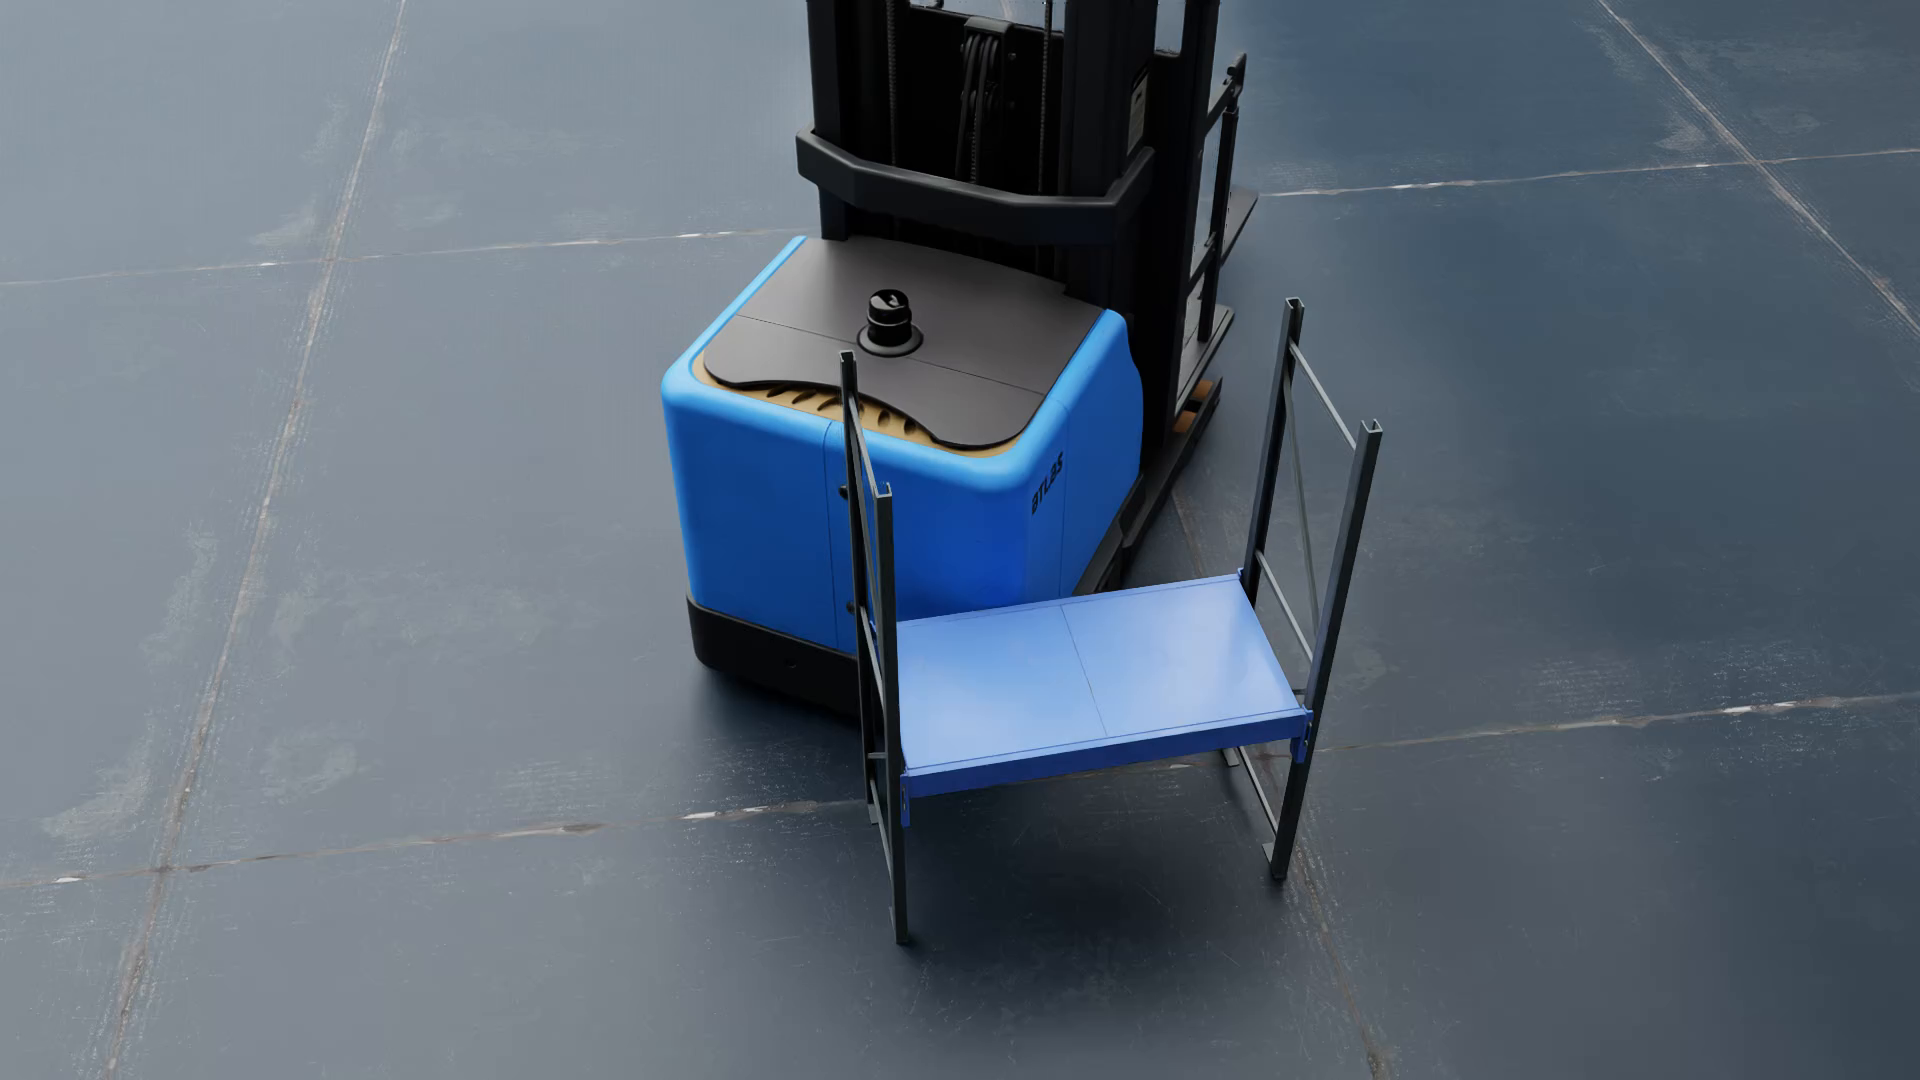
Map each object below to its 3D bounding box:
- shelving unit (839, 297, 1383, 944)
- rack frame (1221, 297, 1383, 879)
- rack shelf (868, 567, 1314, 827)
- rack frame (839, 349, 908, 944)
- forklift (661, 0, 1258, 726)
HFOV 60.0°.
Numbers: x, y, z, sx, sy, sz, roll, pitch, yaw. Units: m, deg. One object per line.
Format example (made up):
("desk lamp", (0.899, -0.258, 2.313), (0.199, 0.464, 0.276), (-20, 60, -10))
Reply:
("shelving unit", (0.301, 0.241, 4.001), (1.048, 1.500, 0.538), (-8, 43, -9))
("rack frame", (0.799, 0.173, 4.076), (0.032, 1.500, 0.500), (-8, 43, -9))
("rack shelf", (0.301, 0.374, 4.121), (1.000, 0.185, 0.538), (-8, 43, -9))
("rack frame", (-0.197, 0.309, 3.925), (0.032, 1.500, 0.500), (-8, 43, -9))
("forklift", (0.266, -1.475, 4.834), (1.130, 2.935, 3.031), (16, 45, 17))
